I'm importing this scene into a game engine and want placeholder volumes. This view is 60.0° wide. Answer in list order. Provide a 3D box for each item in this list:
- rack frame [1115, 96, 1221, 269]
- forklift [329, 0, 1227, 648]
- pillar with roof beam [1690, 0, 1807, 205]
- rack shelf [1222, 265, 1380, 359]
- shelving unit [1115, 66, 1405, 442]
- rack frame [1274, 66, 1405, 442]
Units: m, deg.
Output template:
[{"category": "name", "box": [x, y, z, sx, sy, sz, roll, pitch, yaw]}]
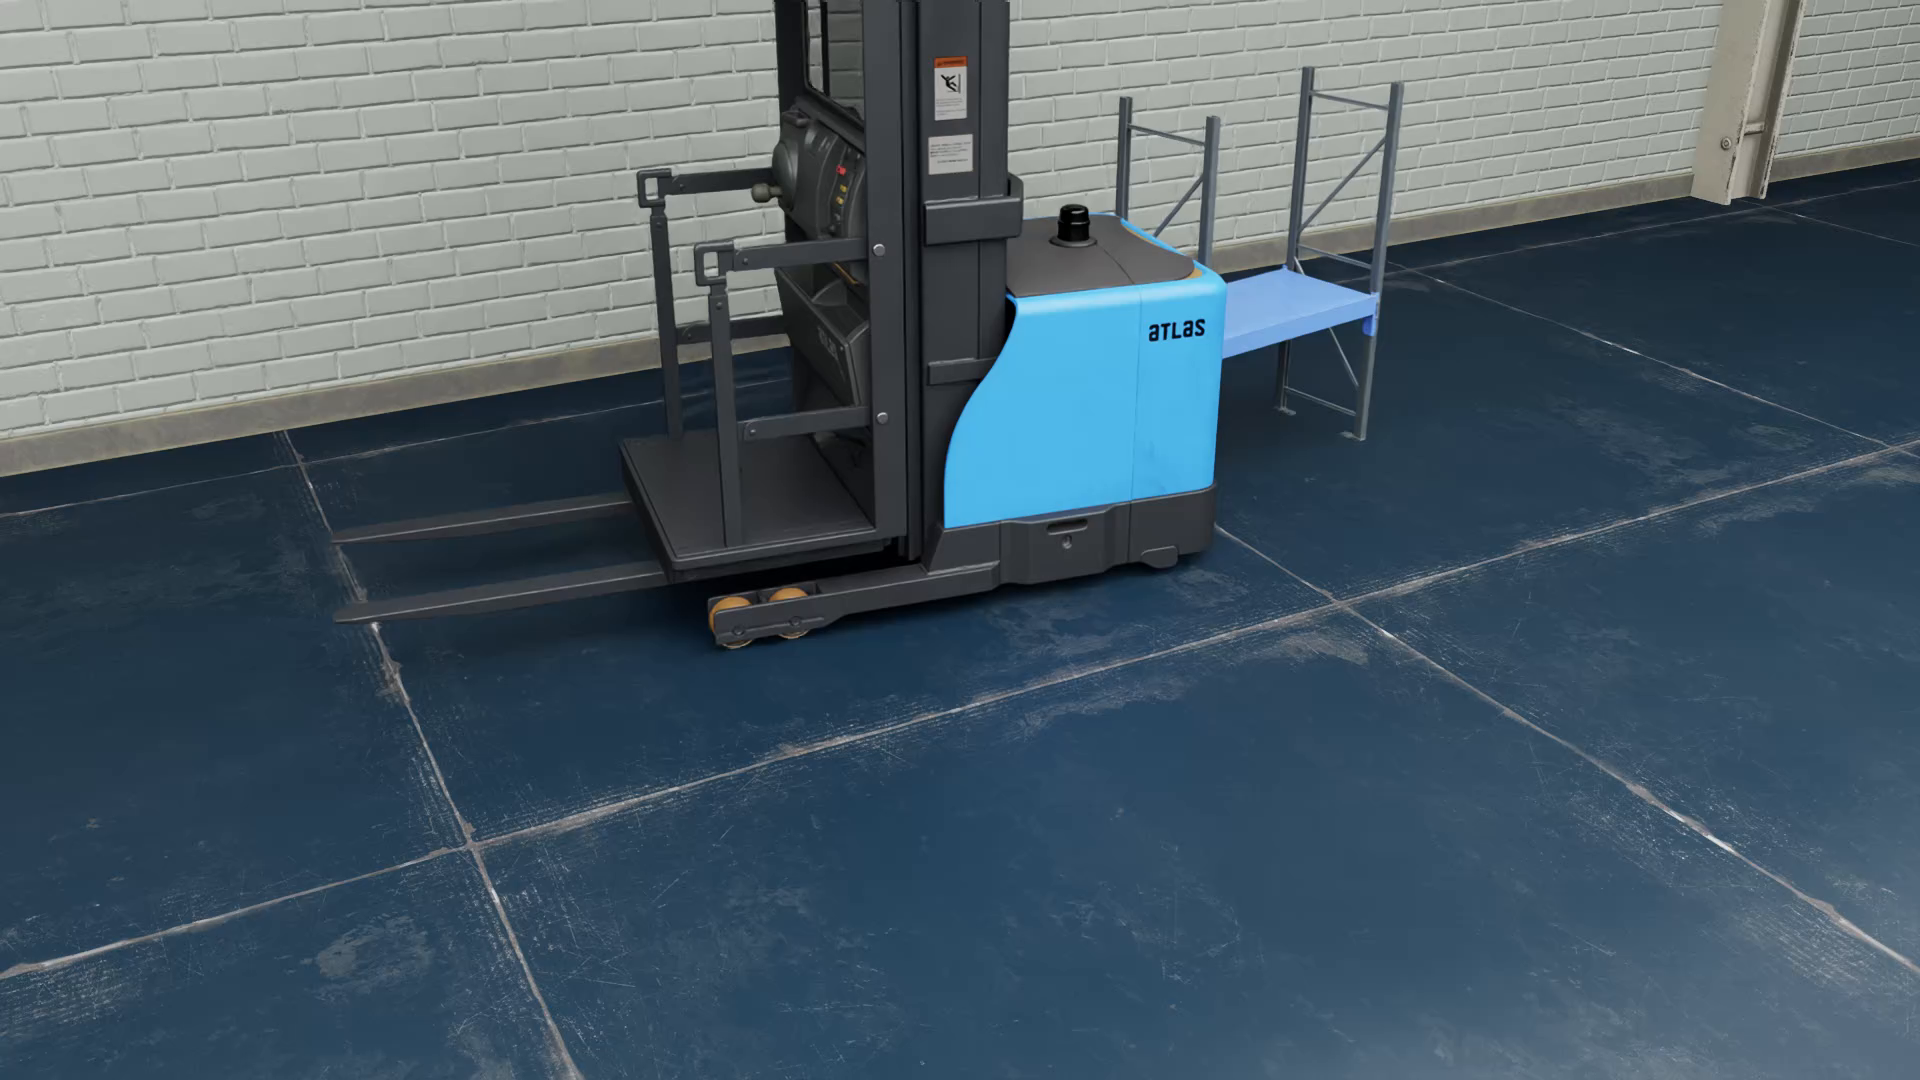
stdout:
[{"category": "rack frame", "box": [0.767, -0.913, 6.418, 0.032, 1.500, 0.500, -19, 31, -33]}, {"category": "forklift", "box": [-0.649, -1.221, 5.407, 3.031, 2.935, 1.130, -9, 27, -18]}, {"category": "pillar with roof beam", "box": [7.080, -4.681, 5.602, 0.400, 9.000, 9.100, -13, 29, -25]}, {"category": "rack shelf", "box": [1.170, -0.887, 6.775, 1.000, 0.185, 0.538, -19, 31, -33]}, {"category": "shelving unit", "box": [1.170, -1.049, 6.697, 1.048, 1.500, 0.538, -19, 31, -33]}, {"category": "rack frame", "box": [1.572, -1.185, 6.976, 0.032, 1.500, 0.500, -19, 31, -33]}]
